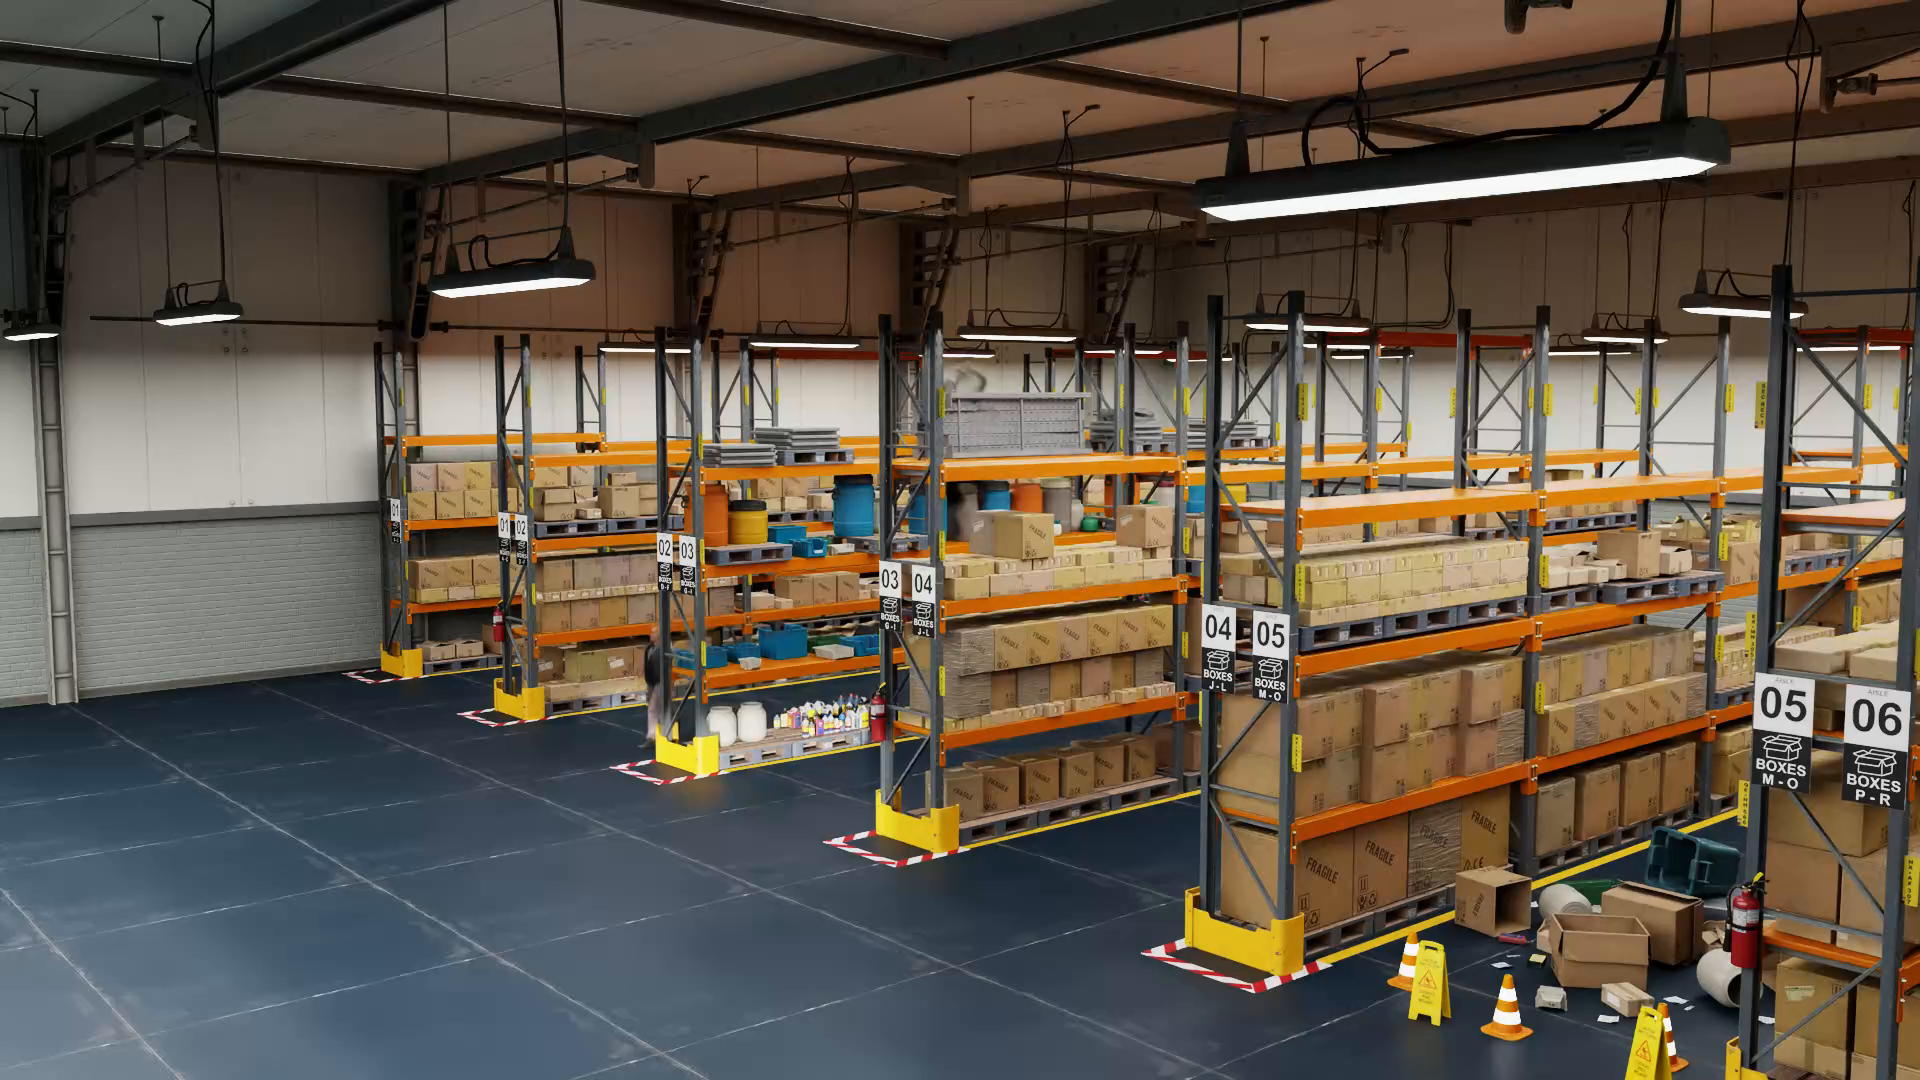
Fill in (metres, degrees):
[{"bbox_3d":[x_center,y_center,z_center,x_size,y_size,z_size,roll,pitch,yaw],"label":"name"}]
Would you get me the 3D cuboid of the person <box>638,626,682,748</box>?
[{"bbox_3d":[-4.363,2.109,24.233,0.699,1.735,0.911,5,7,41],"label":"person"}]
